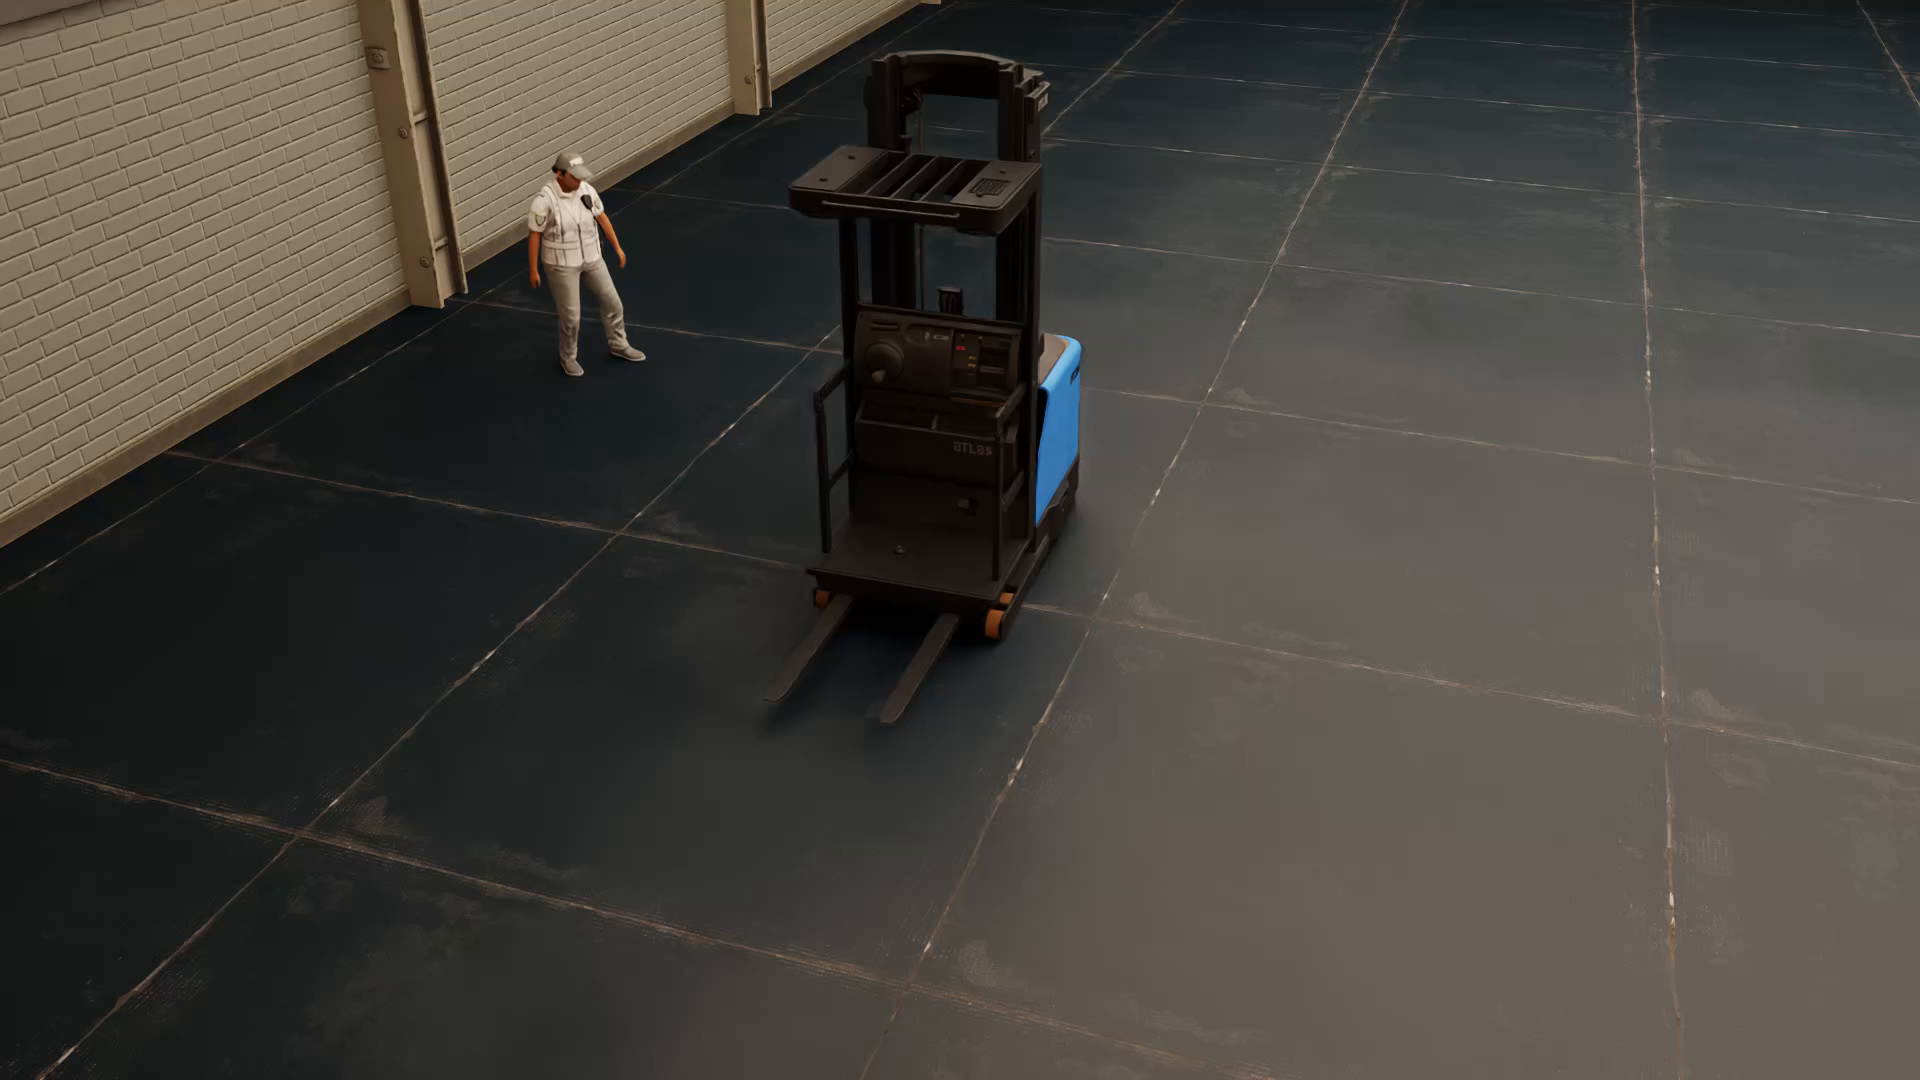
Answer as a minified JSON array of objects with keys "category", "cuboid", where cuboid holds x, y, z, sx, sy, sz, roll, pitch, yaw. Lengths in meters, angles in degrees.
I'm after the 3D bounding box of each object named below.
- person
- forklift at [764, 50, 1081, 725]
[{"category":"person","cuboid":[-2.731,-2.002,11.959,0.757,1.640,0.454,-24,37,-35]},{"category":"forklift","cuboid":[-0.191,-0.950,8.803,1.130,2.935,3.031,9,31,15]}]
